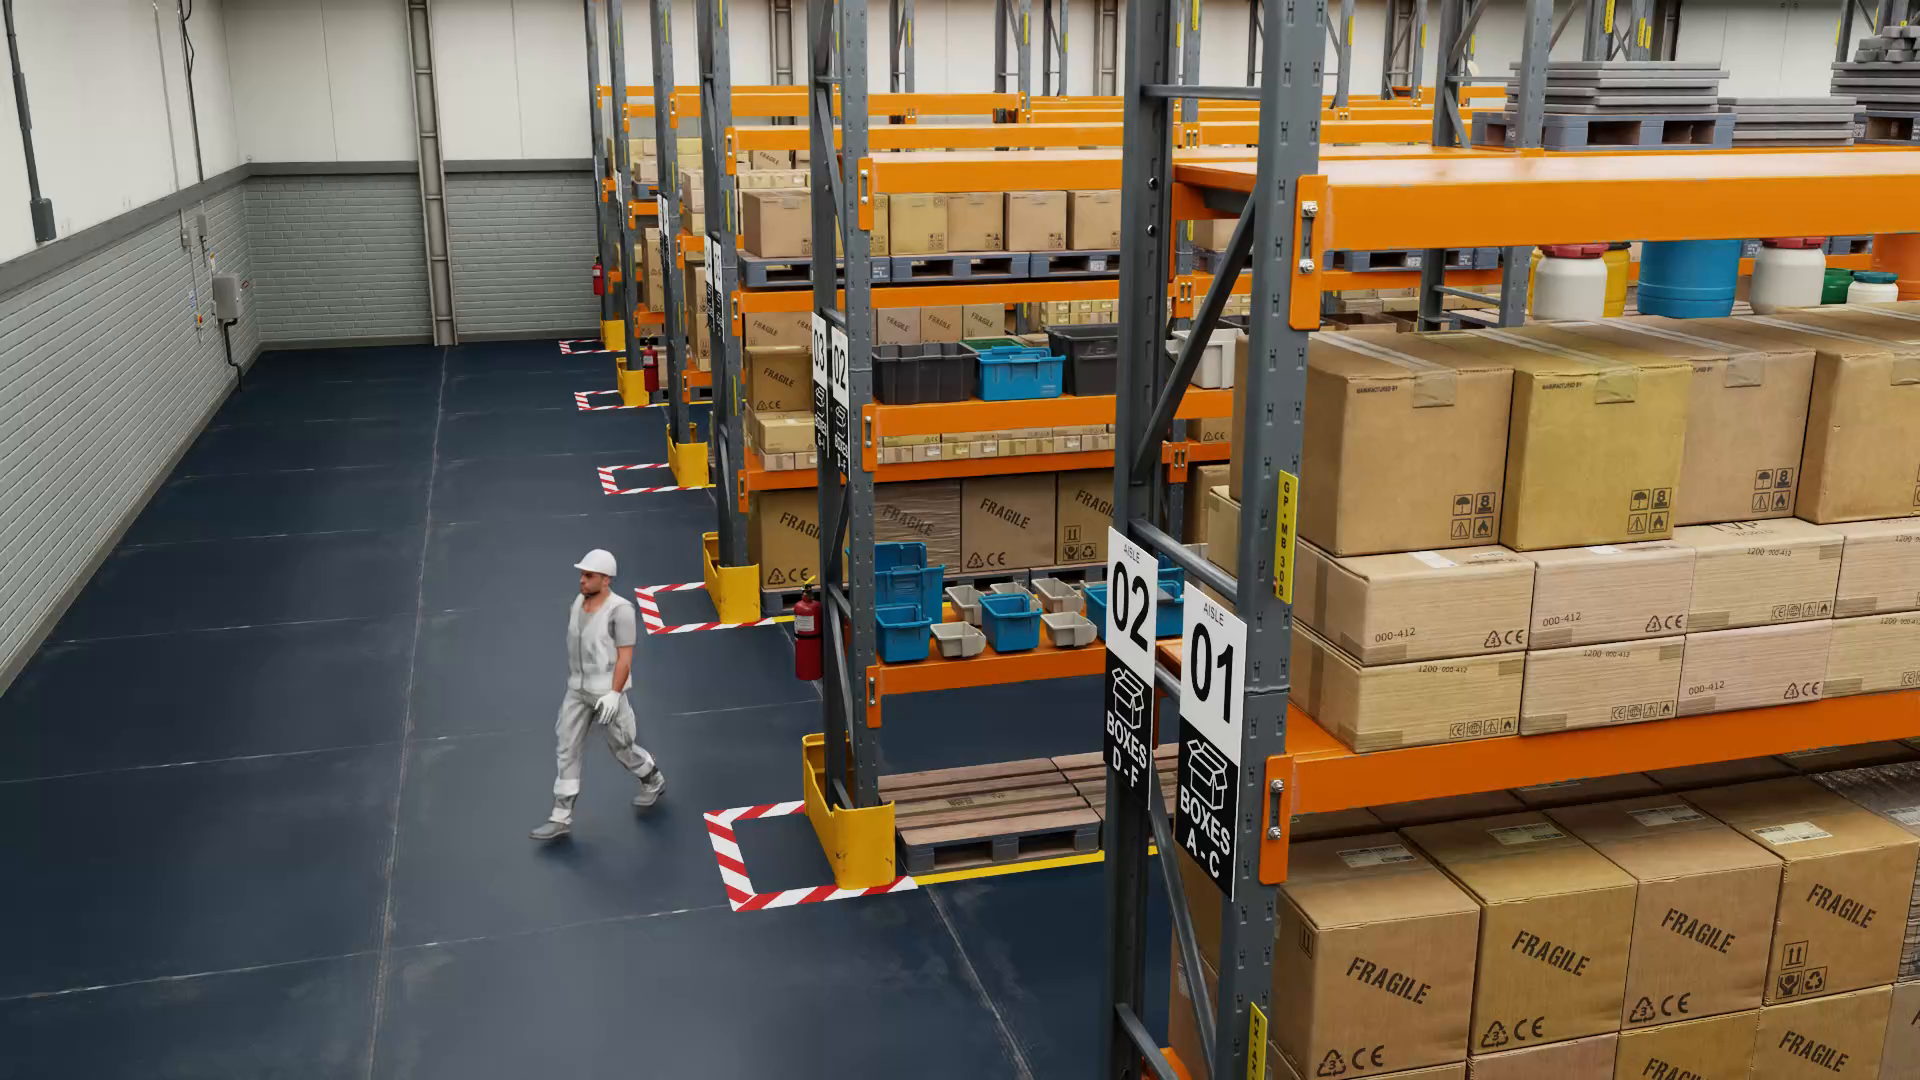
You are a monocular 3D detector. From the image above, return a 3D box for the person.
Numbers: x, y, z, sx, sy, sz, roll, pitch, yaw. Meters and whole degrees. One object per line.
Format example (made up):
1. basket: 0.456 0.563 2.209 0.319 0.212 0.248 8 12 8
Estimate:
1. person: -2.249 0.938 10.178 0.534 1.754 0.948 8 18 27
